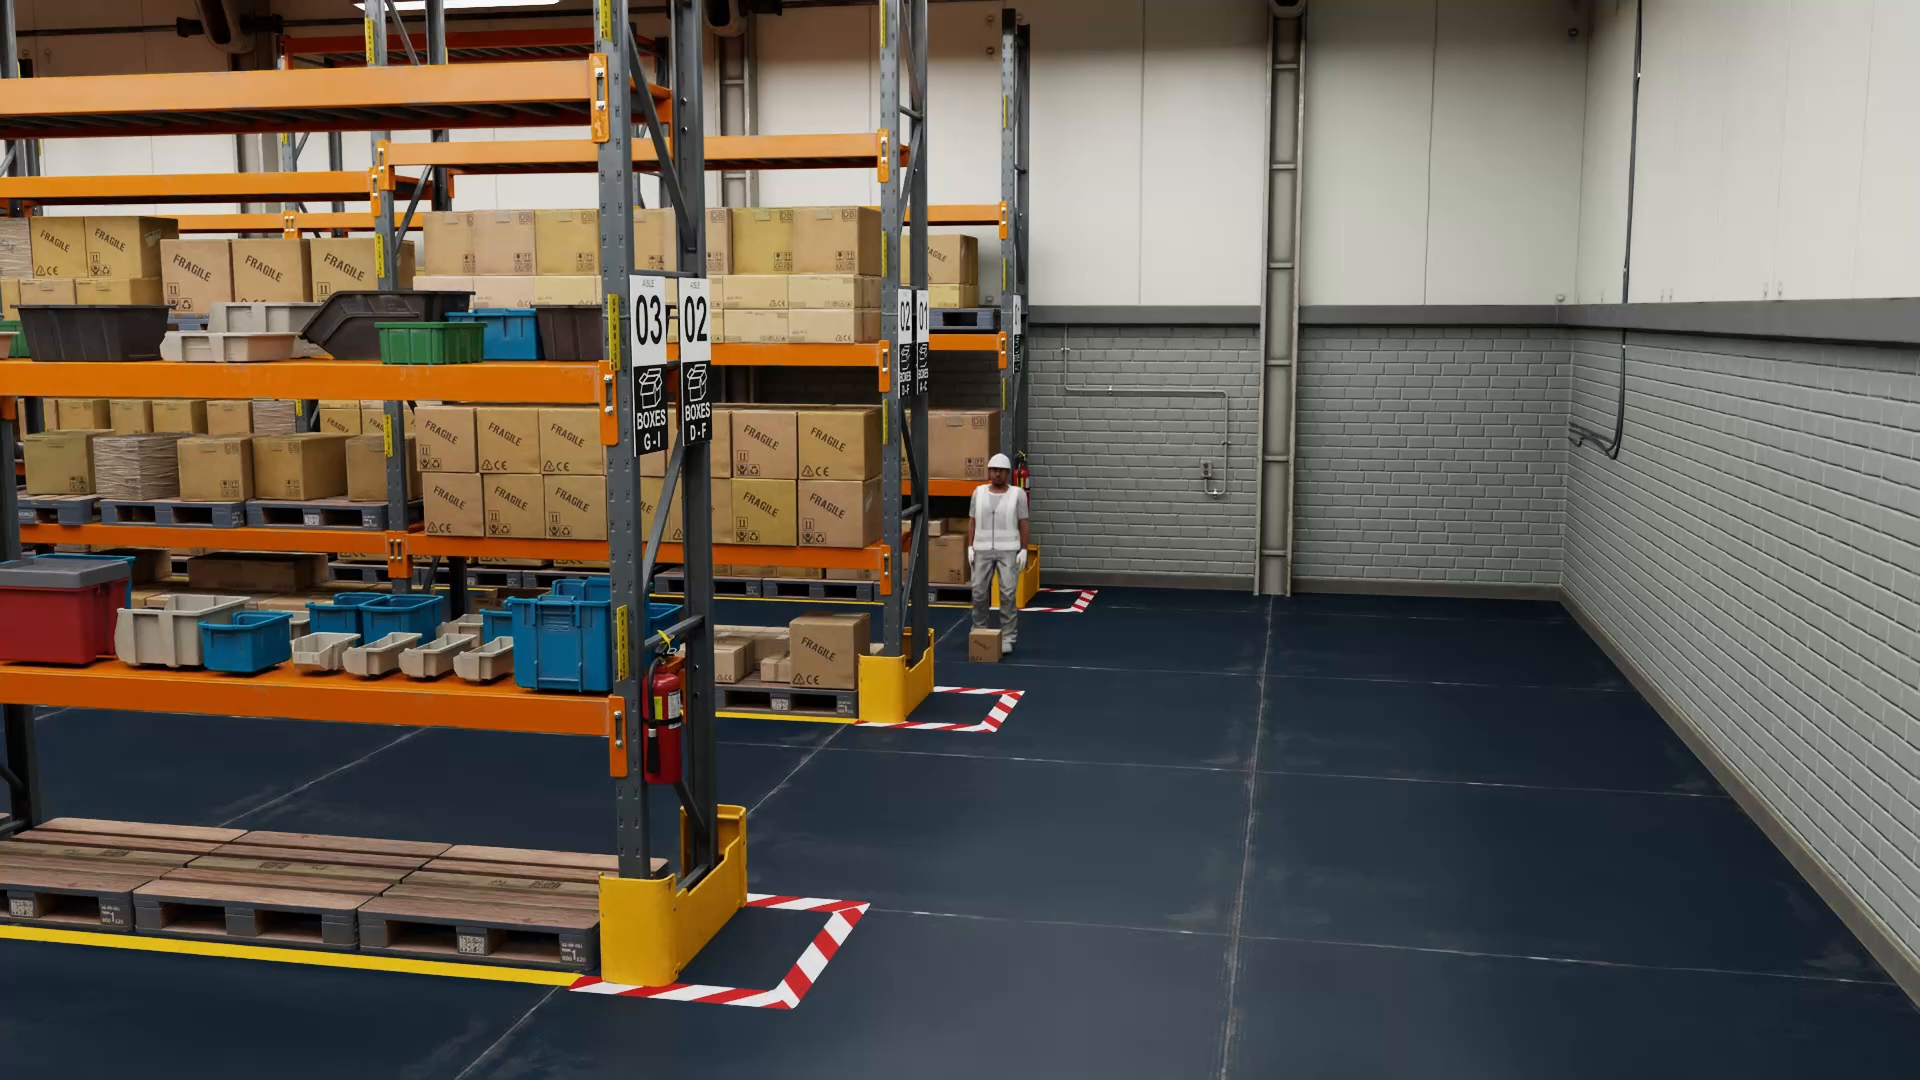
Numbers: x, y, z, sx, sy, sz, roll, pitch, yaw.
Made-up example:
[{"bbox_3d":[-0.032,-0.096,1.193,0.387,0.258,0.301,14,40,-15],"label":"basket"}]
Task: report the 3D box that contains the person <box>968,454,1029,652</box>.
[{"bbox_3d":[0.331,0.144,14.956,0.554,1.834,0.450,2,8,13],"label":"person"}]
